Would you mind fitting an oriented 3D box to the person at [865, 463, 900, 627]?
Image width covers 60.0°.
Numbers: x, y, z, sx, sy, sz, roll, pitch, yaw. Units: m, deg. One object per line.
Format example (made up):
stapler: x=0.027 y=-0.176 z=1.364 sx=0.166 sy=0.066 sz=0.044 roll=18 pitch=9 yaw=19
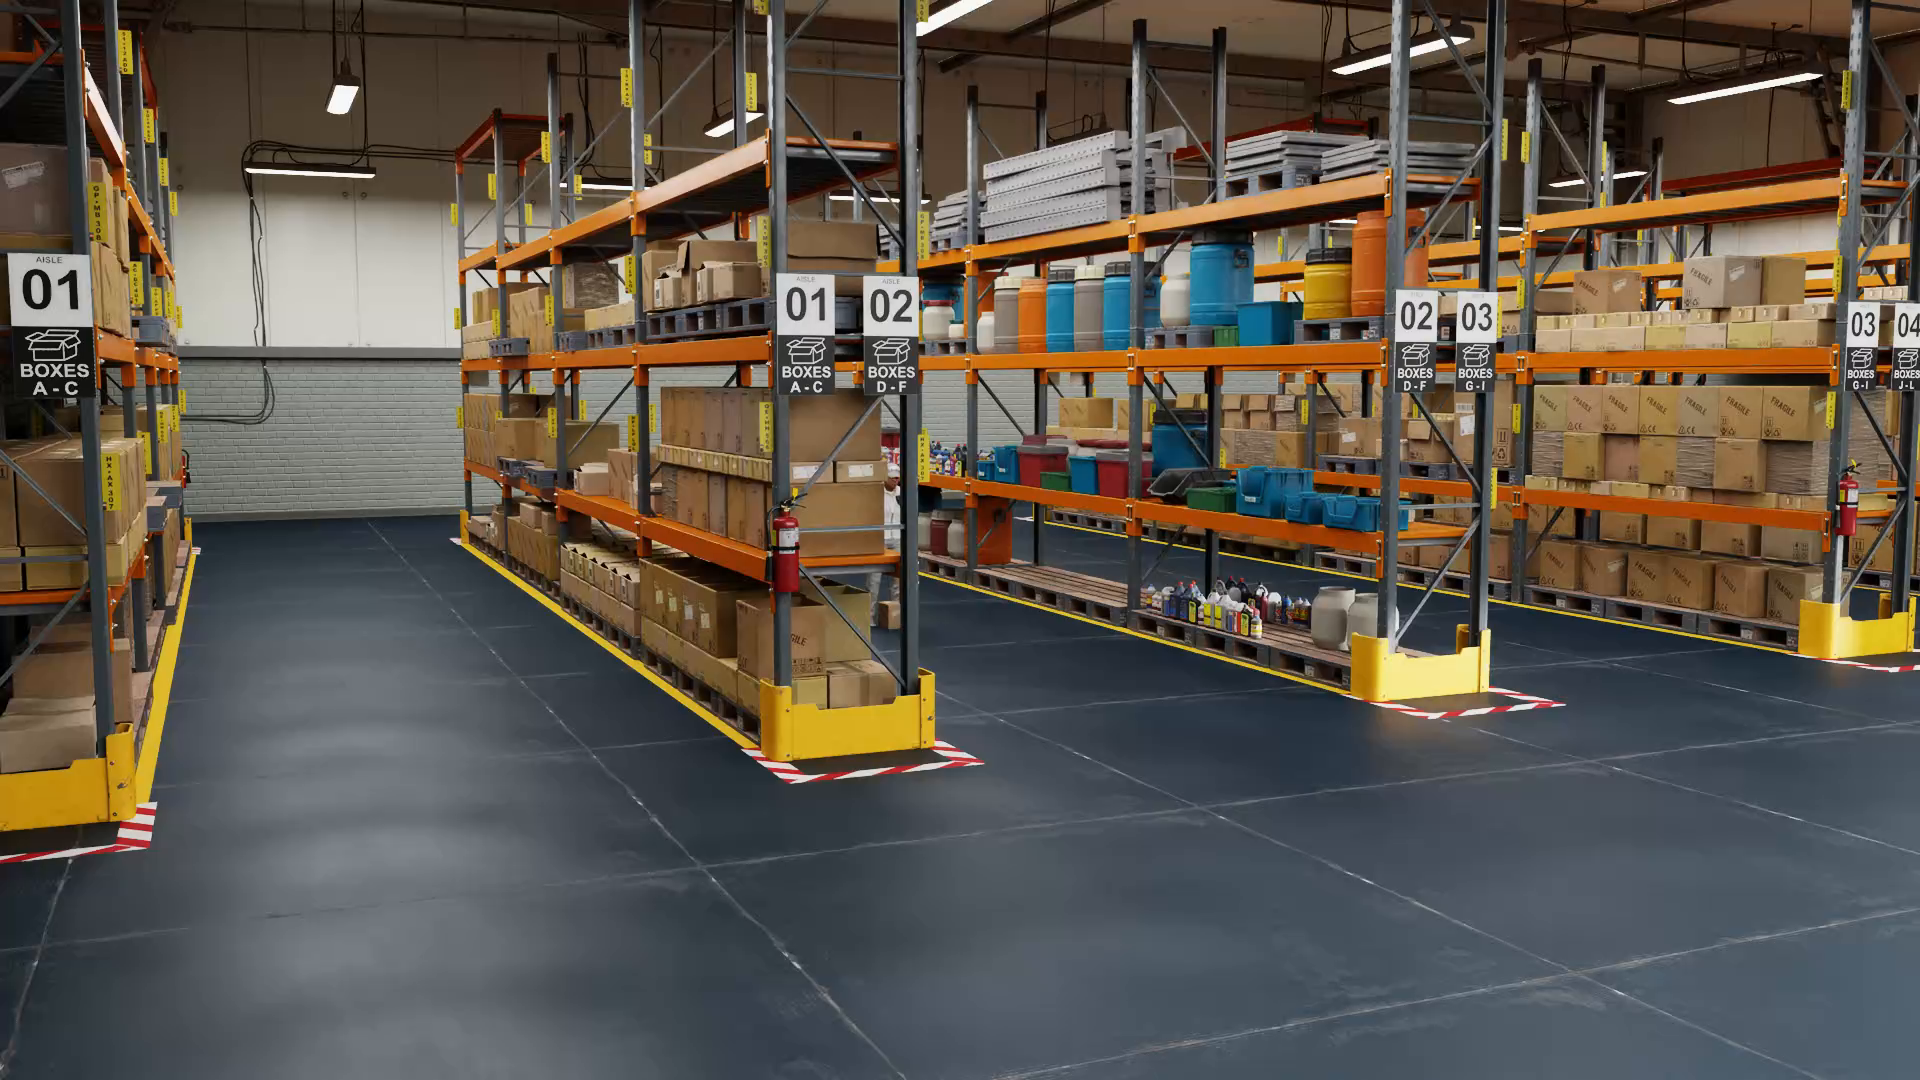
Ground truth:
person: x=-0.756 y=0.038 z=17.070 sx=0.564 sy=1.667 sz=0.465 roll=-3 pitch=6 yaw=-27
